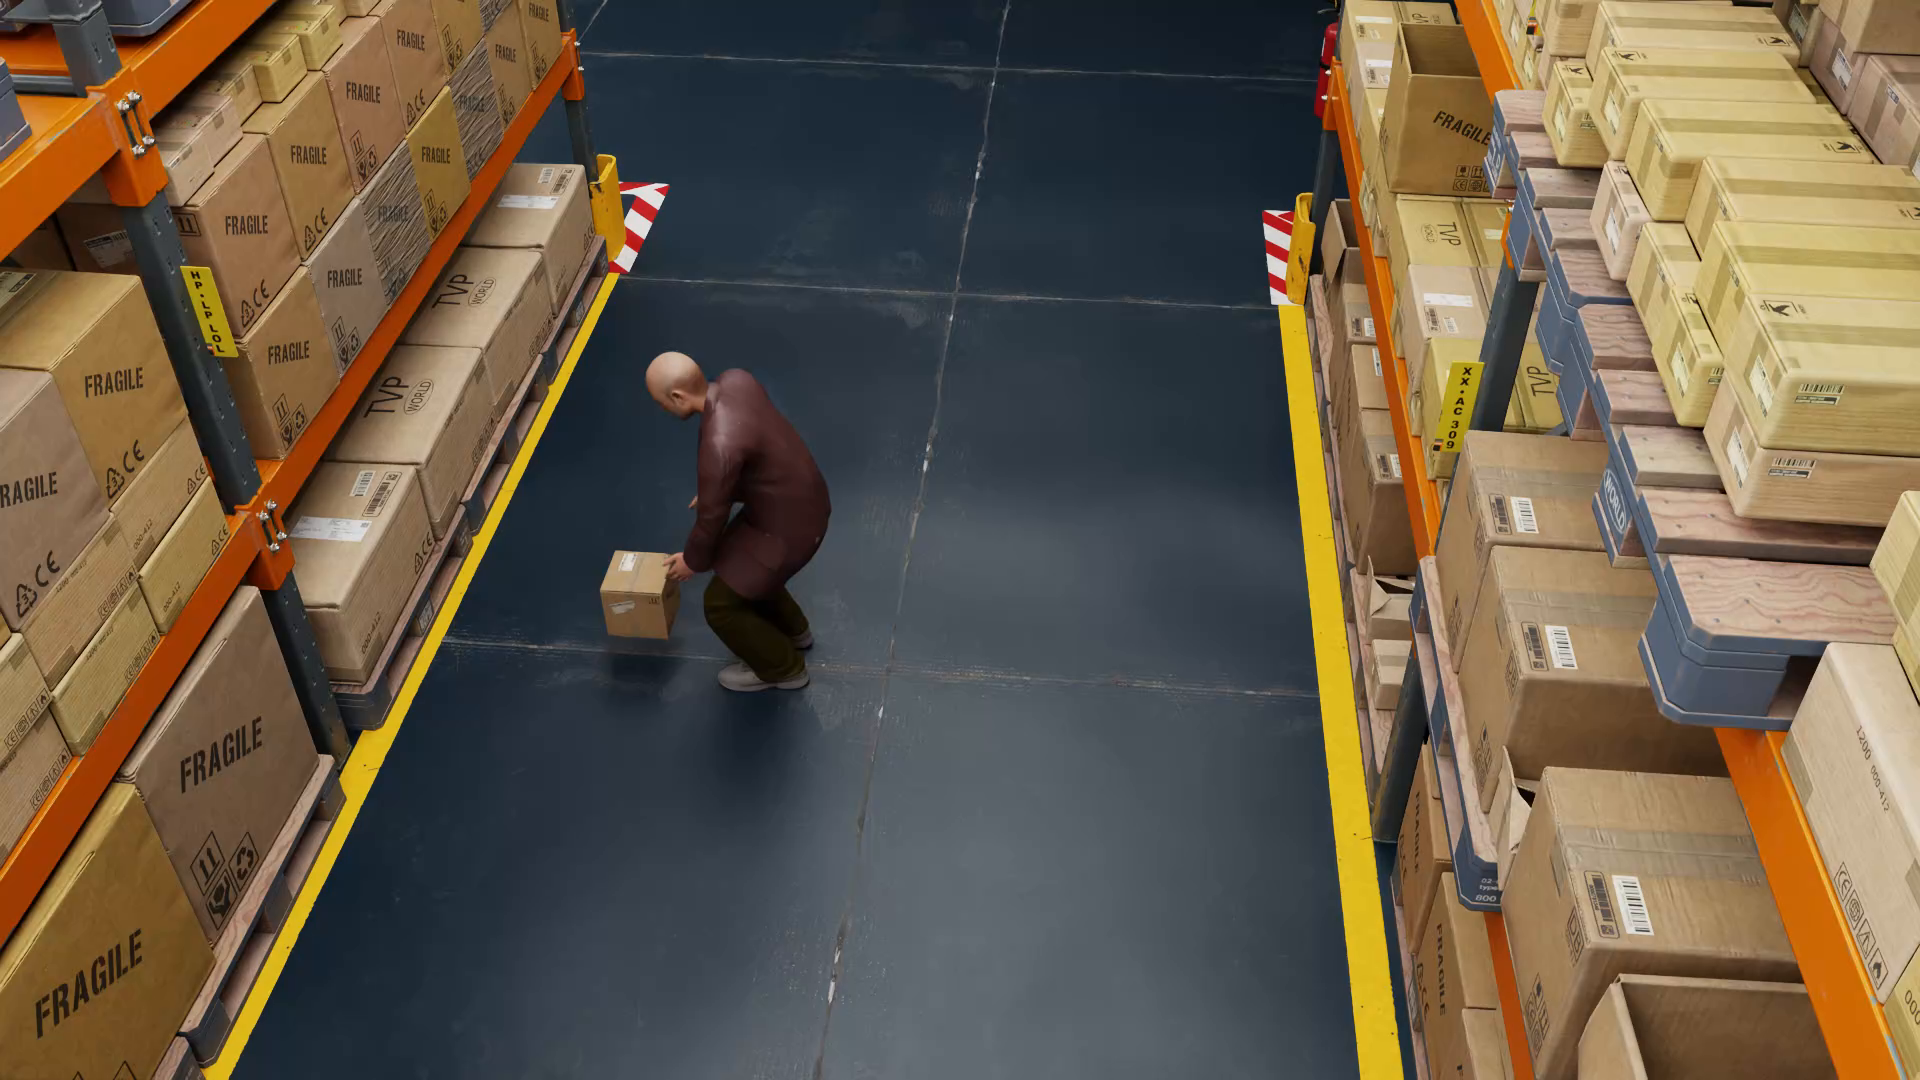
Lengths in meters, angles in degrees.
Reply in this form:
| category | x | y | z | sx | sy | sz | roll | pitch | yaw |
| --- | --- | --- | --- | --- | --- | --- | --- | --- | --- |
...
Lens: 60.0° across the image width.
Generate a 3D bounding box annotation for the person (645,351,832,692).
| category | x | y | z | sx | sy | sz | roll | pitch | yaw |
| --- | --- | --- | --- | --- | --- | --- | --- | --- | --- |
| person | -0.822 | -0.061 | 6.440 | 0.636 | 1.532 | 0.626 | 3 | 40 | 4 |
